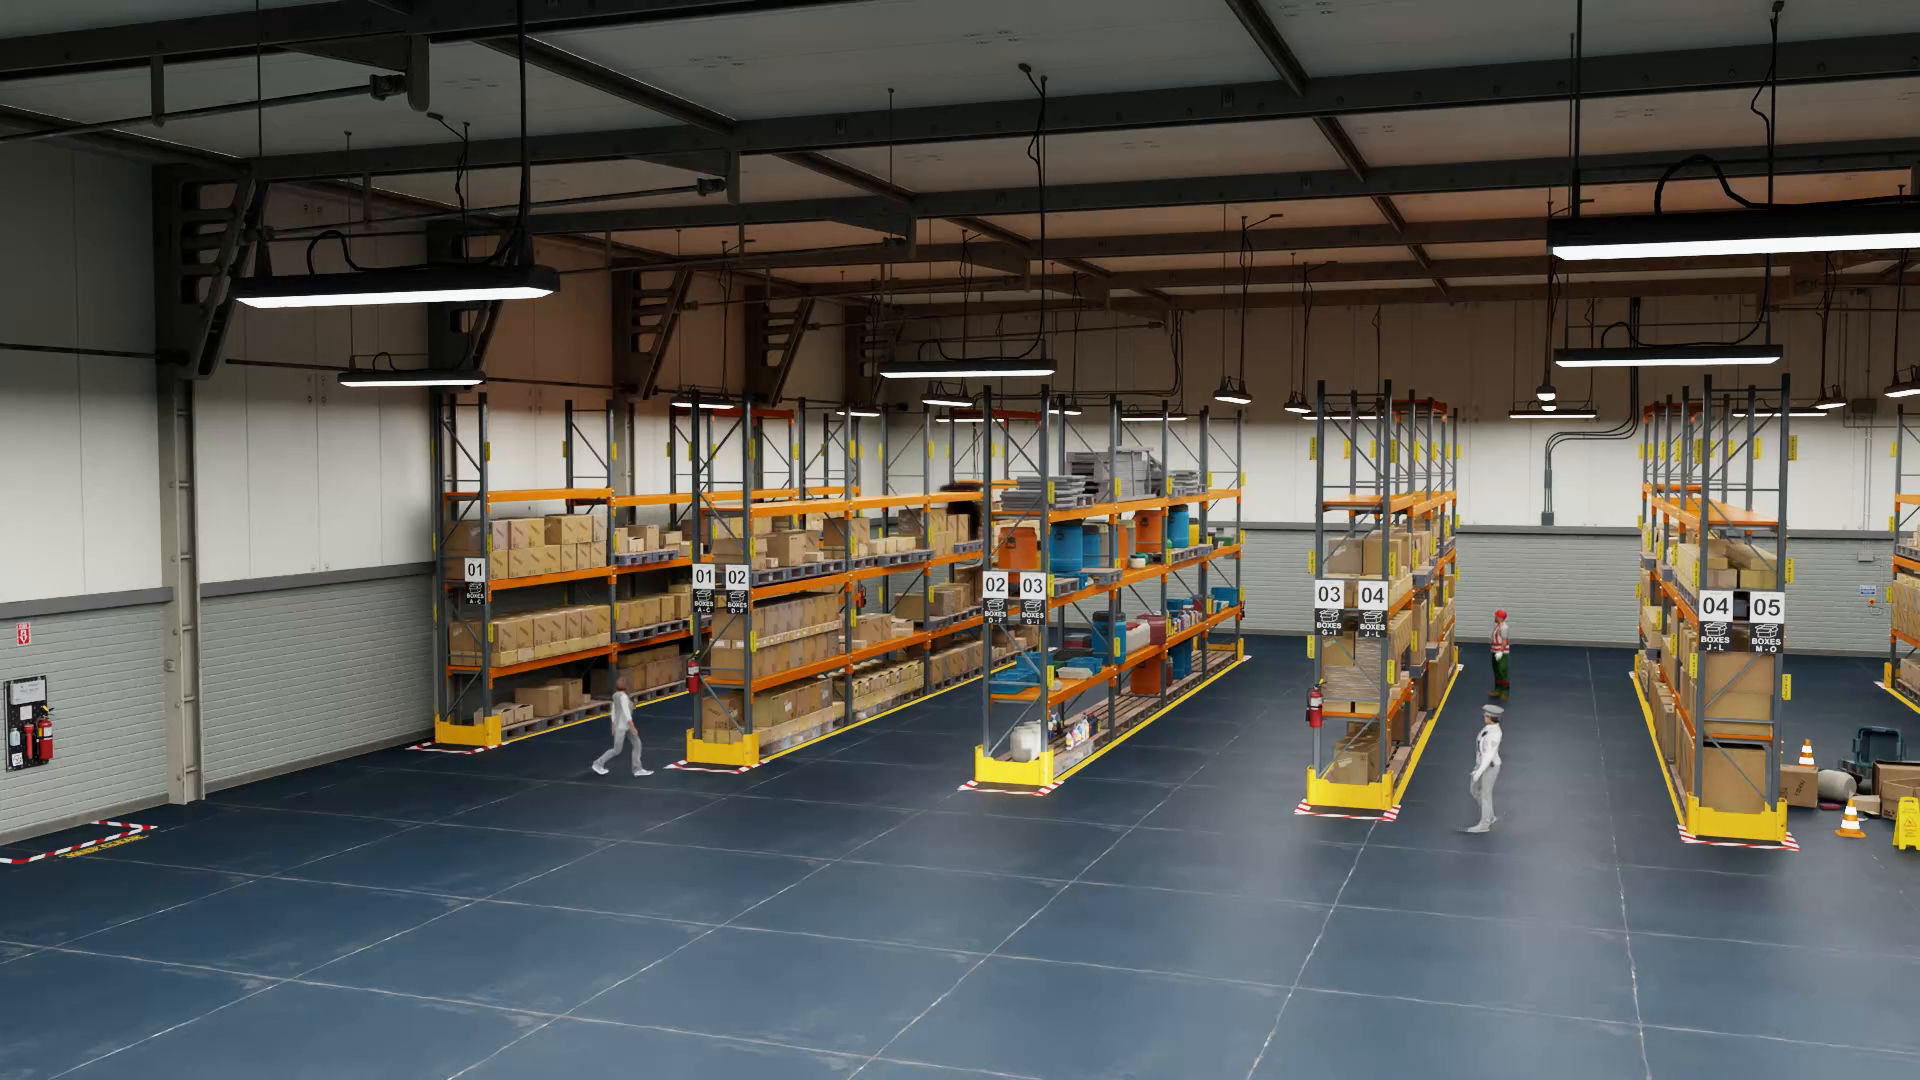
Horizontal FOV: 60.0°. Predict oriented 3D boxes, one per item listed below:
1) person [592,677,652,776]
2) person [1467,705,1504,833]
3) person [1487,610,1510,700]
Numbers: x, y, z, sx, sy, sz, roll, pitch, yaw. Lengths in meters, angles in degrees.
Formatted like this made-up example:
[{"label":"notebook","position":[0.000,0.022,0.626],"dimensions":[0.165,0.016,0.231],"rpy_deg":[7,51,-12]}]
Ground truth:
[{"label":"person","position":[-5.194,2.861,25.487],"dimensions":[0.891,1.543,0.399],"rpy_deg":[0,3,6]},{"label":"person","position":[6.889,3.010,21.872],"dimensions":[0.455,1.698,0.559],"rpy_deg":[0,3,-1]},{"label":"person","position":[10.955,2.325,33.802],"dimensions":[0.411,1.824,0.554],"rpy_deg":[-1,3,-14]}]
